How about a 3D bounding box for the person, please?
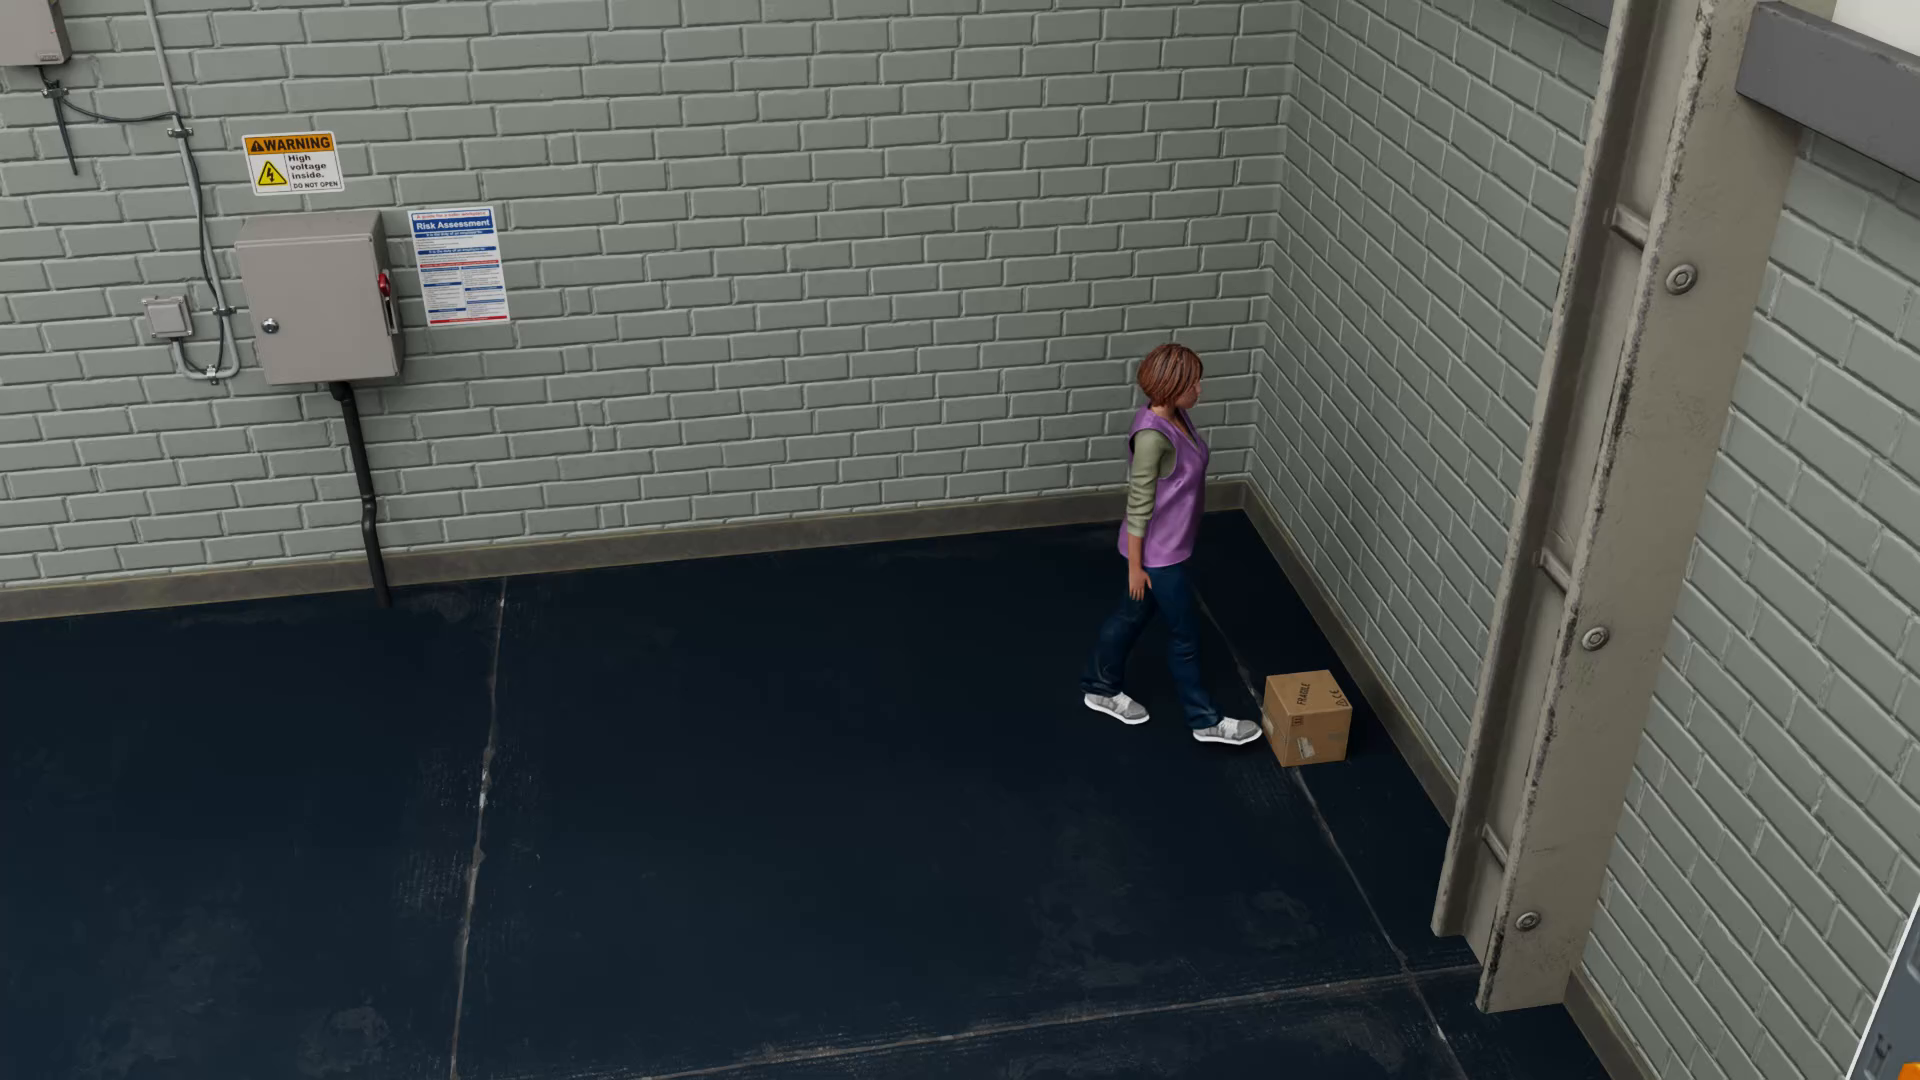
[{"bbox_3d":[0.816,0.035,6.081,0.724,1.585,0.438,8,32,13],"label":"person"}]
